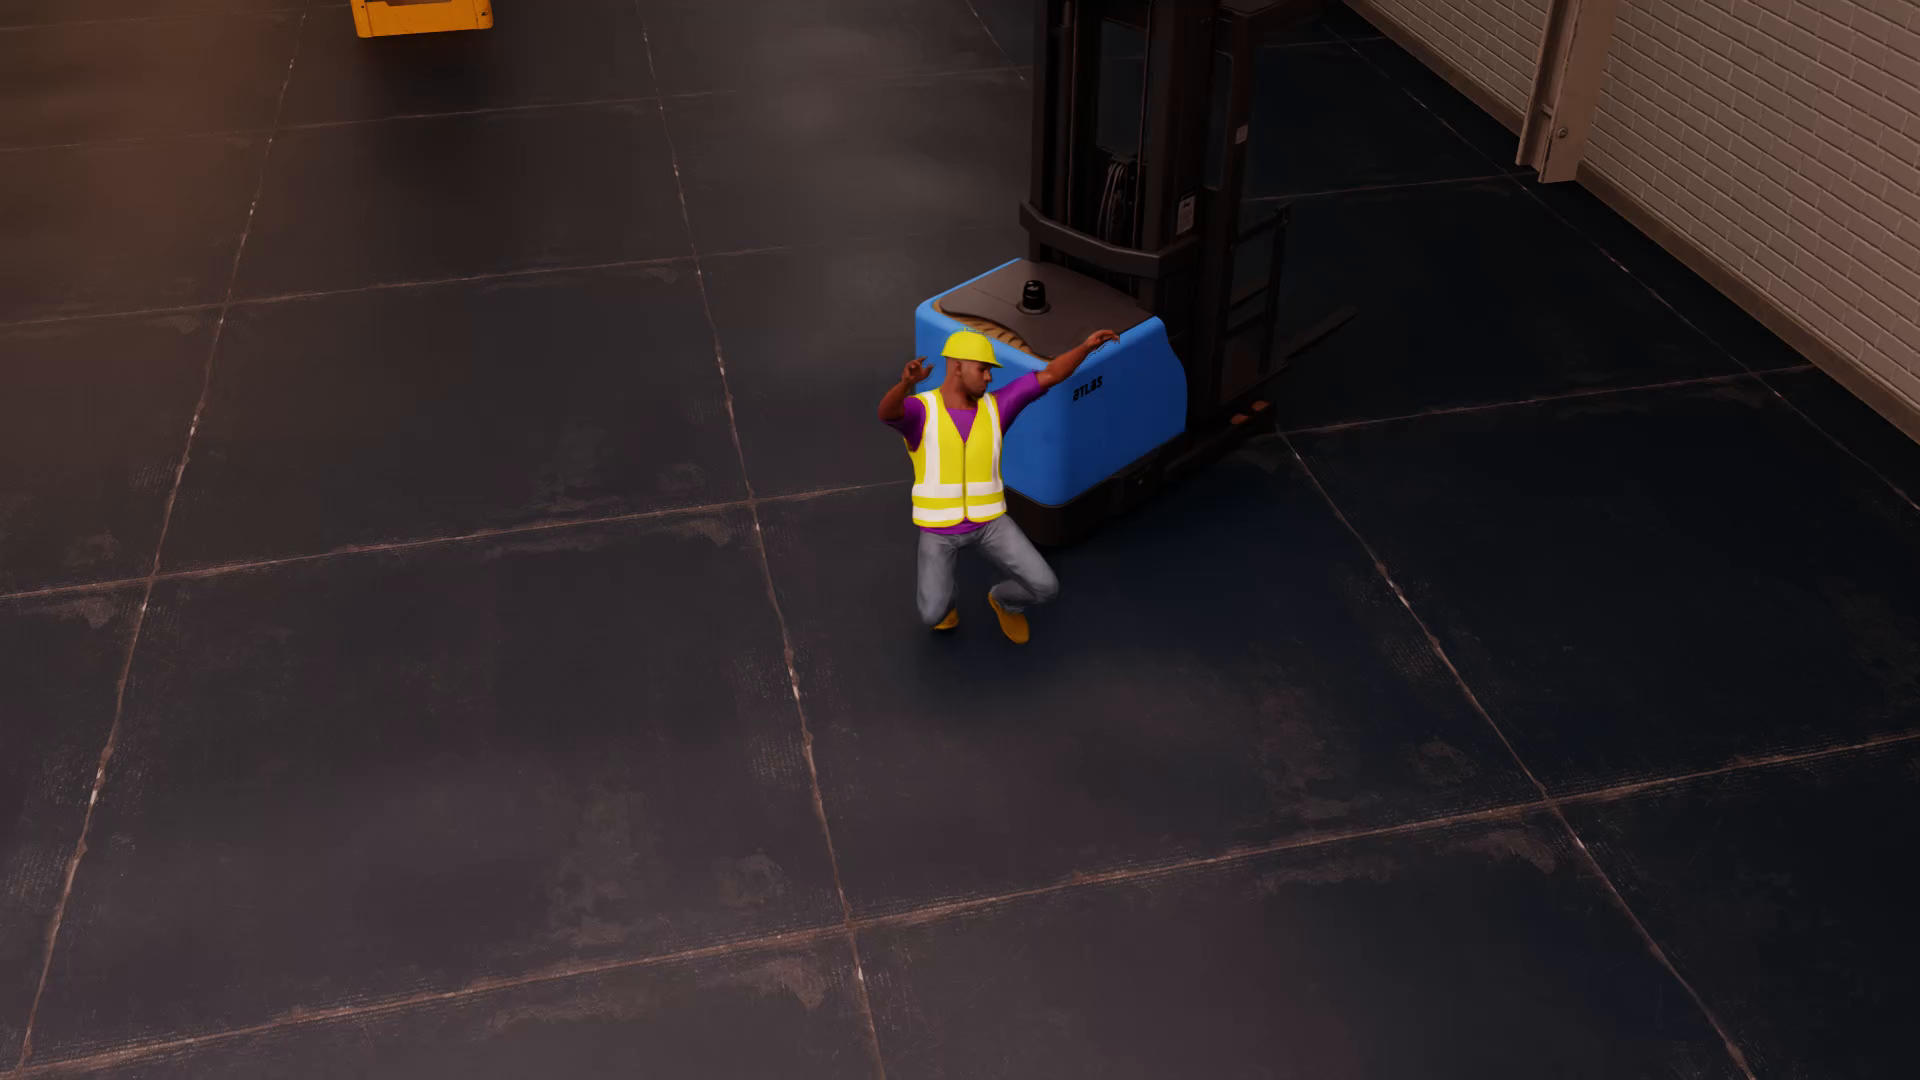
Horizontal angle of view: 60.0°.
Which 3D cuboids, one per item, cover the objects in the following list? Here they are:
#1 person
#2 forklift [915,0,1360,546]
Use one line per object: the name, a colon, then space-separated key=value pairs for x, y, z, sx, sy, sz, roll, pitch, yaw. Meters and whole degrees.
person: x=0.173 y=-0.238 z=7.494 sx=1.083 sy=1.662 sz=0.807 roll=-7 pitch=36 yaw=-9
forklift: x=1.147 y=-1.920 z=8.718 sx=1.130 sy=2.935 sz=3.031 roll=30 pitch=45 yaw=35
